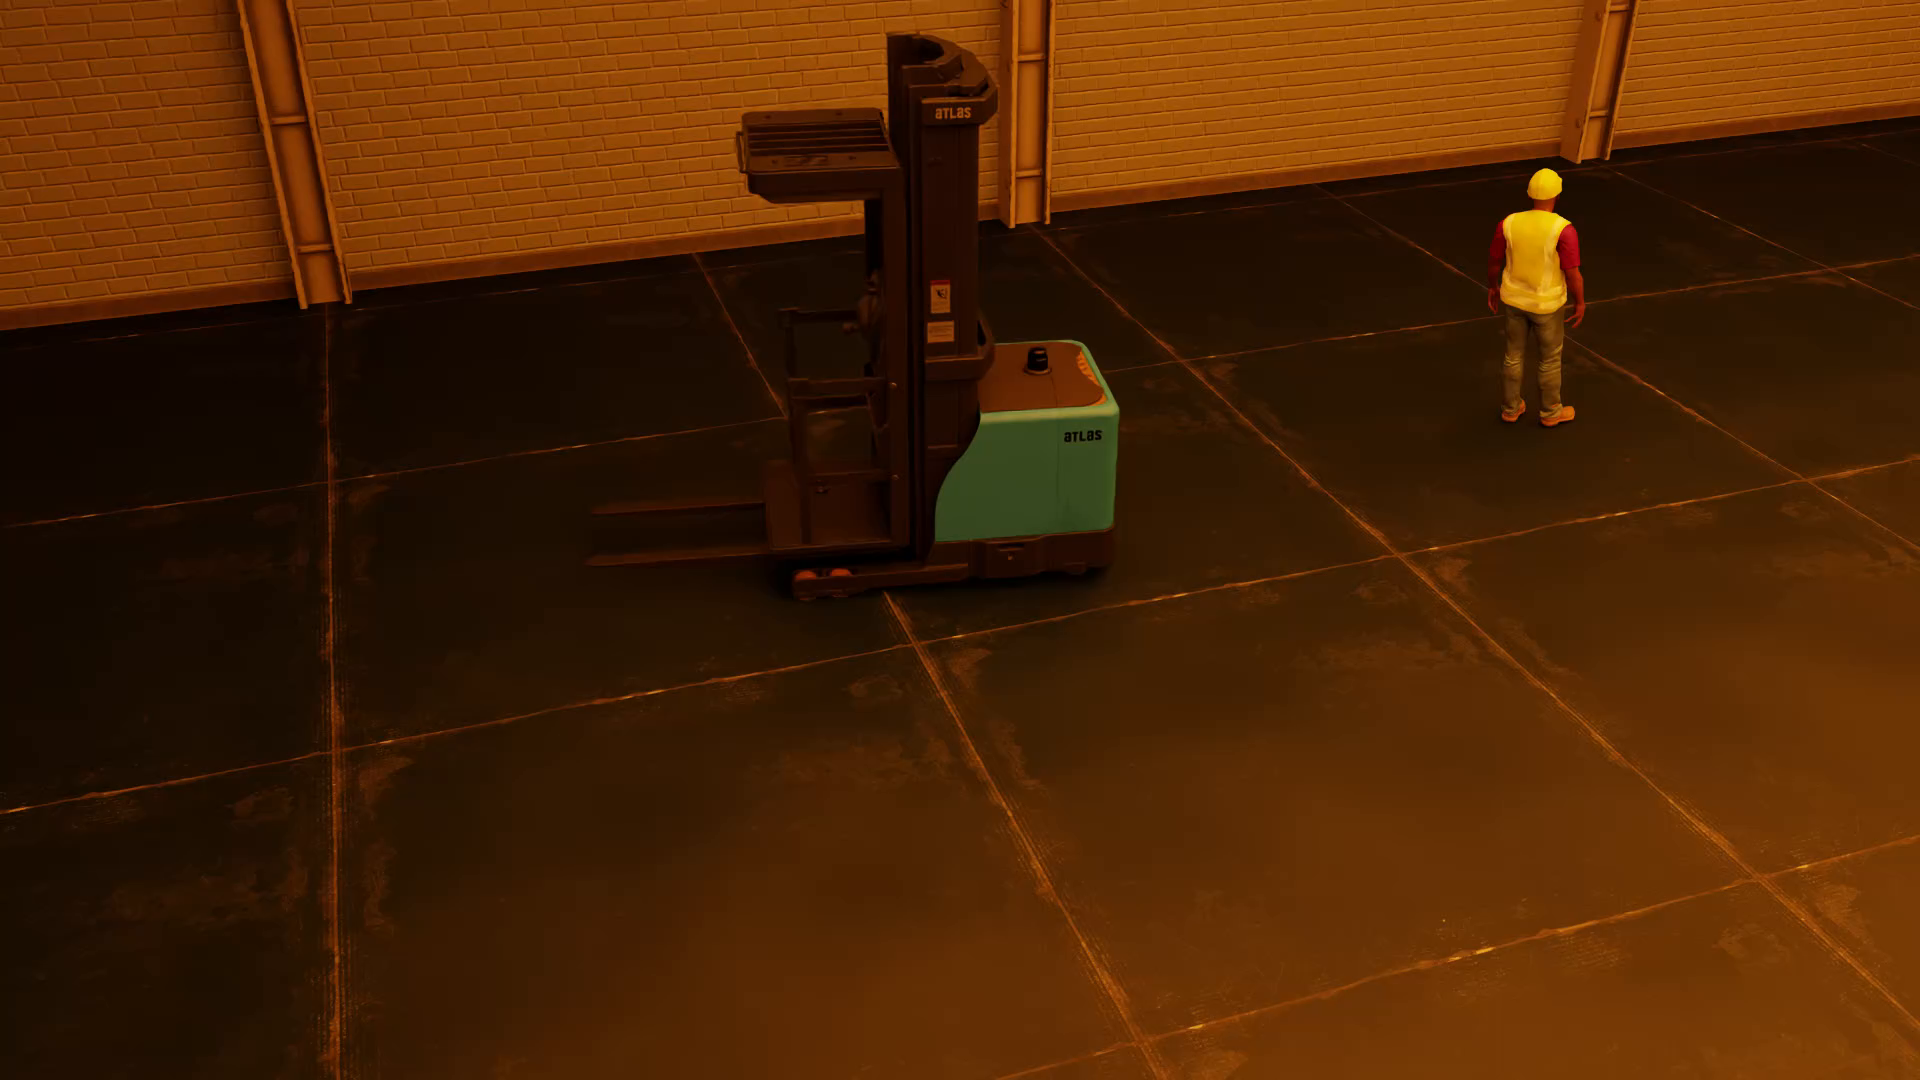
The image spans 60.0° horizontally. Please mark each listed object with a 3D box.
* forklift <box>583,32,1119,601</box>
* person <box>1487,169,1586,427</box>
[{"bbox_3d":[-0.664,-1.208,9.186,3.031,2.935,1.130,-4,30,-7],"label":"forklift"},{"bbox_3d":[3.846,-1.619,11.055,0.666,1.765,0.577,24,38,35],"label":"person"}]
